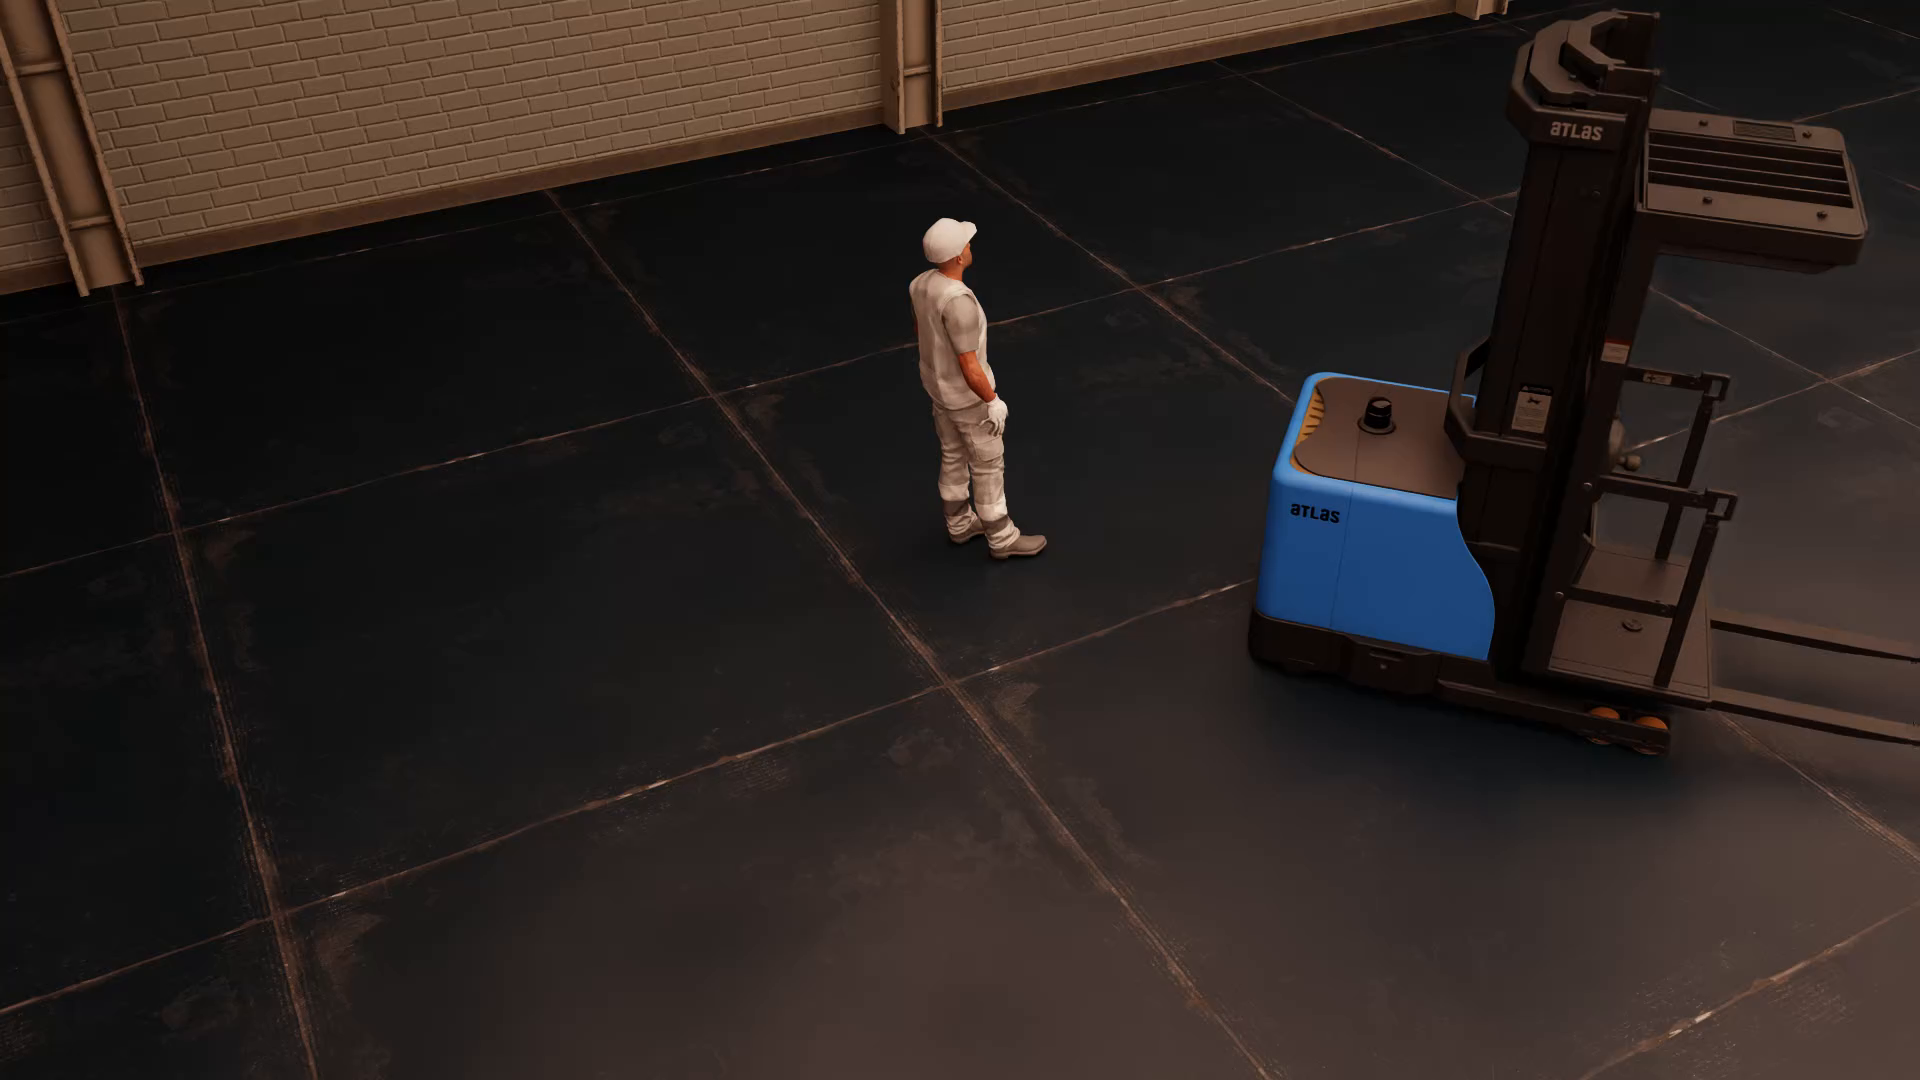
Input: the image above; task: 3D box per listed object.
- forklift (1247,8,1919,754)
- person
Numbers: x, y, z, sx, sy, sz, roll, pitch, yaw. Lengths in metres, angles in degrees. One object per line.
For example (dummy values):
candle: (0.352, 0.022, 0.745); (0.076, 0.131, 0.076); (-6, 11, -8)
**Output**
forklift: (2.927, -0.600, 6.971); (3.031, 2.935, 1.130); (11, 37, 15)
person: (0.076, -0.752, 8.164); (0.564, 1.787, 0.638); (-17, 39, -23)
